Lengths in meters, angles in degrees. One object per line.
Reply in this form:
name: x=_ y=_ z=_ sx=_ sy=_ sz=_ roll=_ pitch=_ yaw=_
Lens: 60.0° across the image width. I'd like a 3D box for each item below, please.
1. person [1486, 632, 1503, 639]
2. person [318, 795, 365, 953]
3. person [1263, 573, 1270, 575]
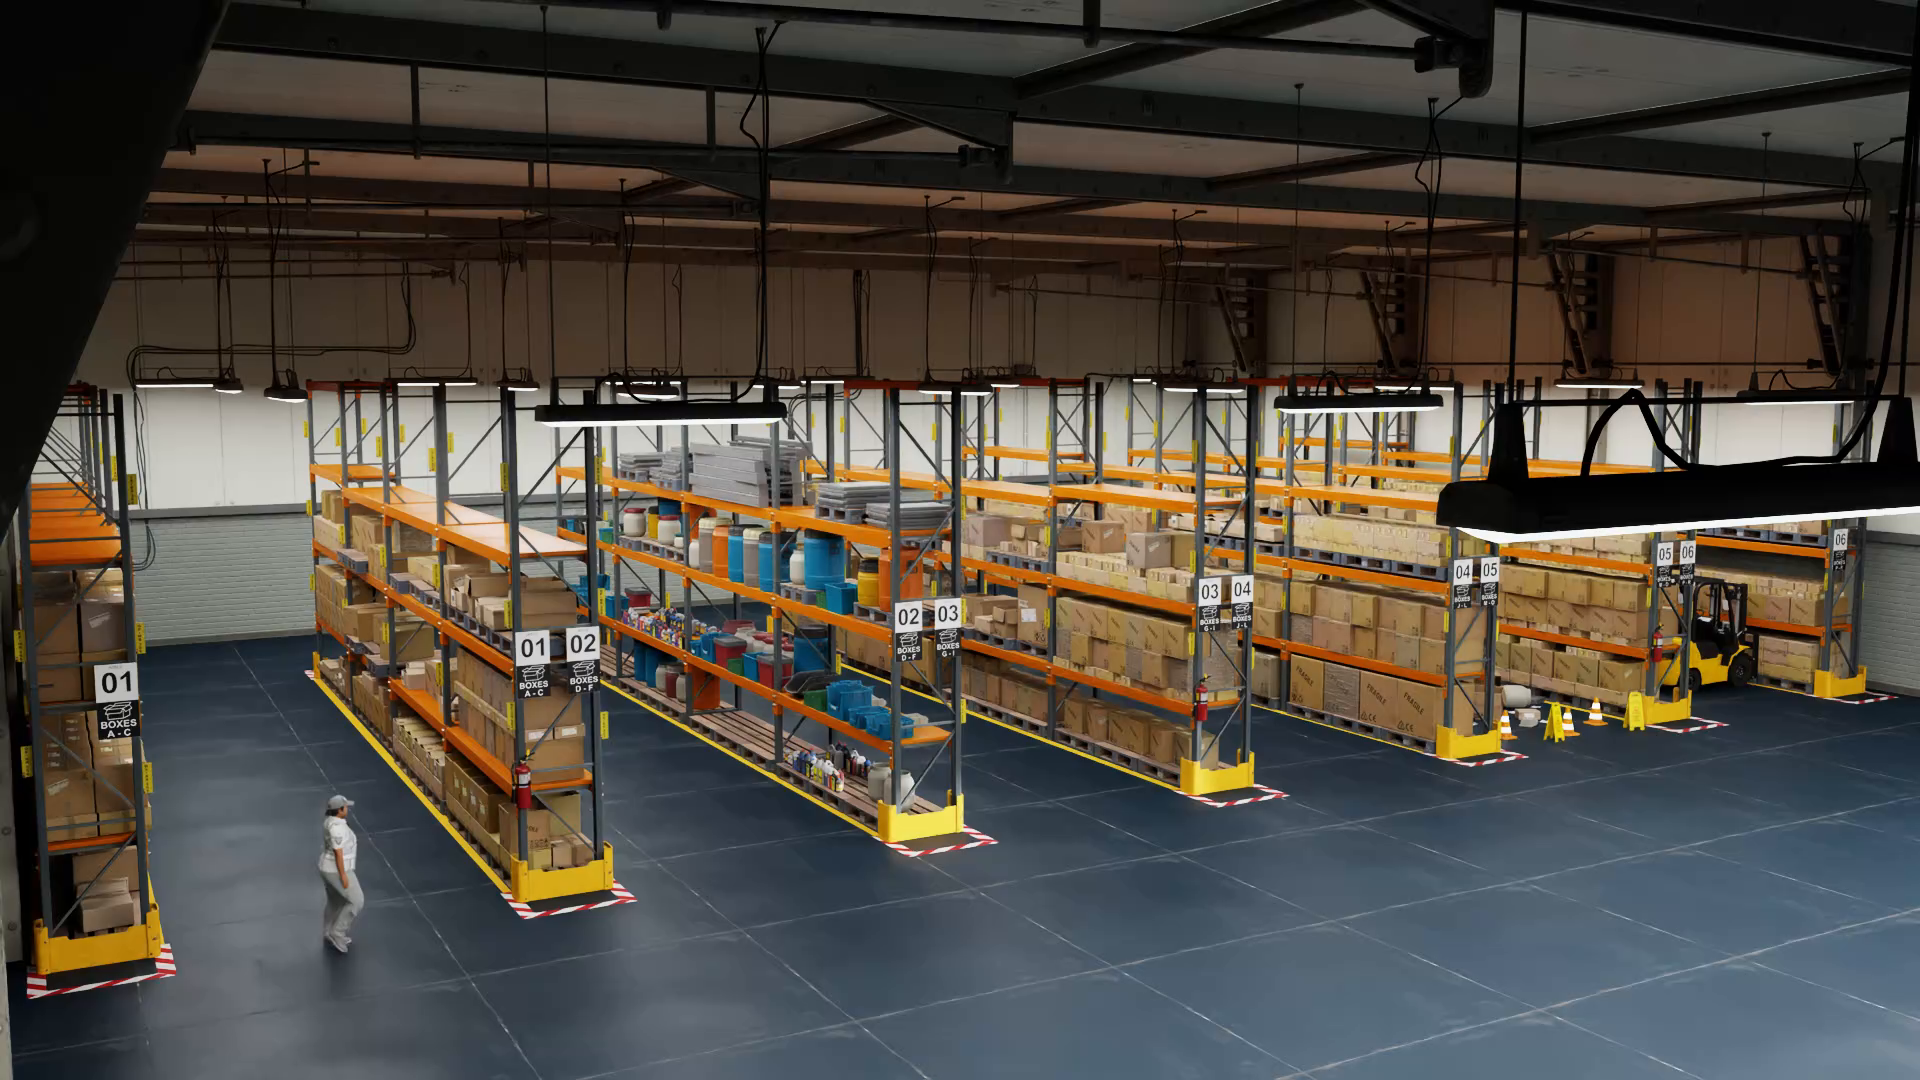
person: x=11.242 y=1.758 z=34.847 sx=0.578 sy=1.765 sz=0.548 roll=-3 pitch=7 yaw=-30
person: x=-6.710 y=3.595 z=18.000 sx=0.434 sy=1.687 sz=0.508 roll=-3 pitch=7 yaw=-26
person: x=6.809 y=1.611 z=36.619 sx=0.546 sy=1.770 sz=0.549 roll=5 pitch=8 yaw=41
